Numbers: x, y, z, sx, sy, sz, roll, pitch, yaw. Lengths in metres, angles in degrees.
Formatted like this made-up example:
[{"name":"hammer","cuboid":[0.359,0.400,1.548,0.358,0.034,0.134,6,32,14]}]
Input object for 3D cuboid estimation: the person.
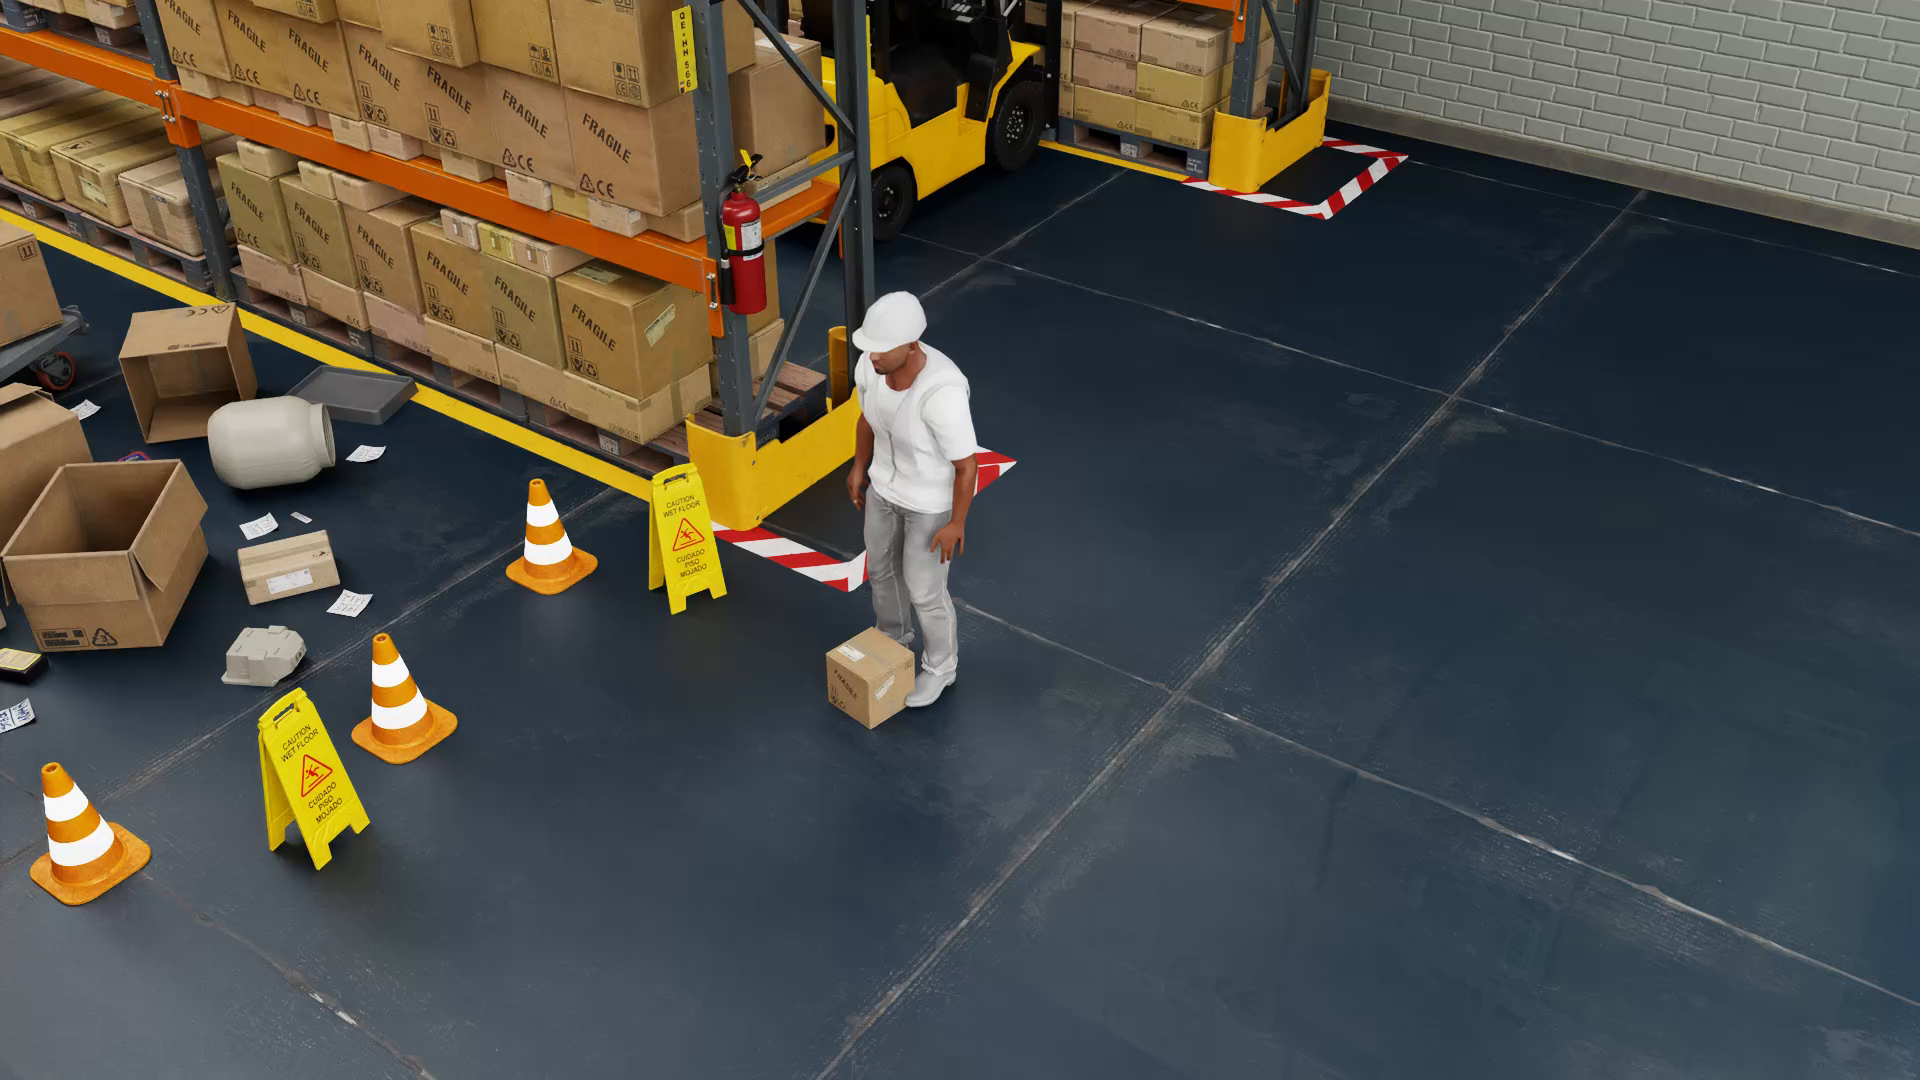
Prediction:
[{"name":"person","cuboid":[-0.202,-0.168,6.373,0.461,1.760,0.626,-28,43,-35]}]
